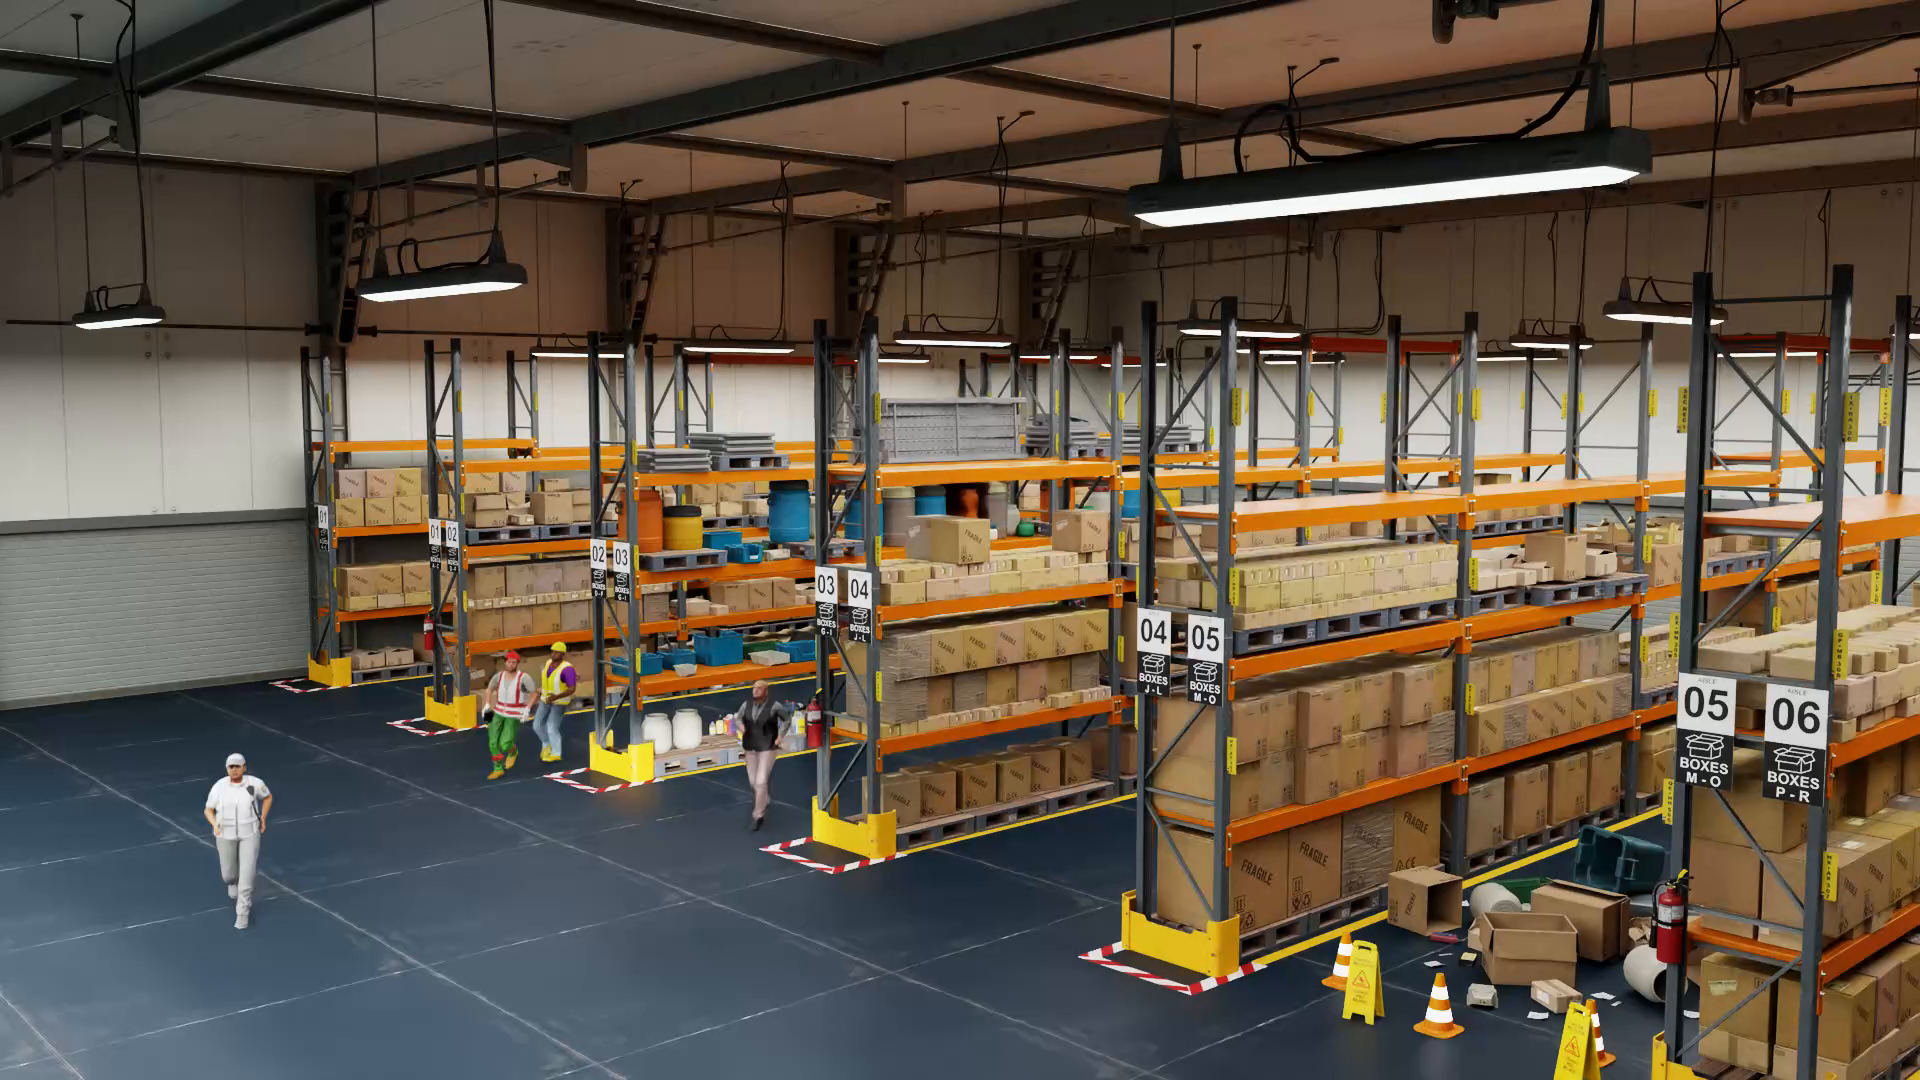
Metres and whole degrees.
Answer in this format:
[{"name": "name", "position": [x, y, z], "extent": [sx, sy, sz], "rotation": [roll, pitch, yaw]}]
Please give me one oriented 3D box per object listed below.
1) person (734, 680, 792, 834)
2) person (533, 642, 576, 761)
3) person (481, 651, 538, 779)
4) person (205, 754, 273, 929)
[{"name": "person", "position": [-2.402, 2.540, 19.889], "extent": [0.658, 1.749, 0.780], "rotation": [2, 5, 23]}, {"name": "person", "position": [-5.658, 2.262, 23.192], "extent": [0.688, 1.711, 0.580], "rotation": [2, 6, 25]}, {"name": "person", "position": [-6.055, 2.351, 22.349], "extent": [0.709, 1.728, 0.558], "rotation": [1, 5, 11]}, {"name": "person", "position": [-7.107, 2.921, 16.407], "extent": [0.615, 1.664, 0.823], "rotation": [-2, 5, -19]}]
